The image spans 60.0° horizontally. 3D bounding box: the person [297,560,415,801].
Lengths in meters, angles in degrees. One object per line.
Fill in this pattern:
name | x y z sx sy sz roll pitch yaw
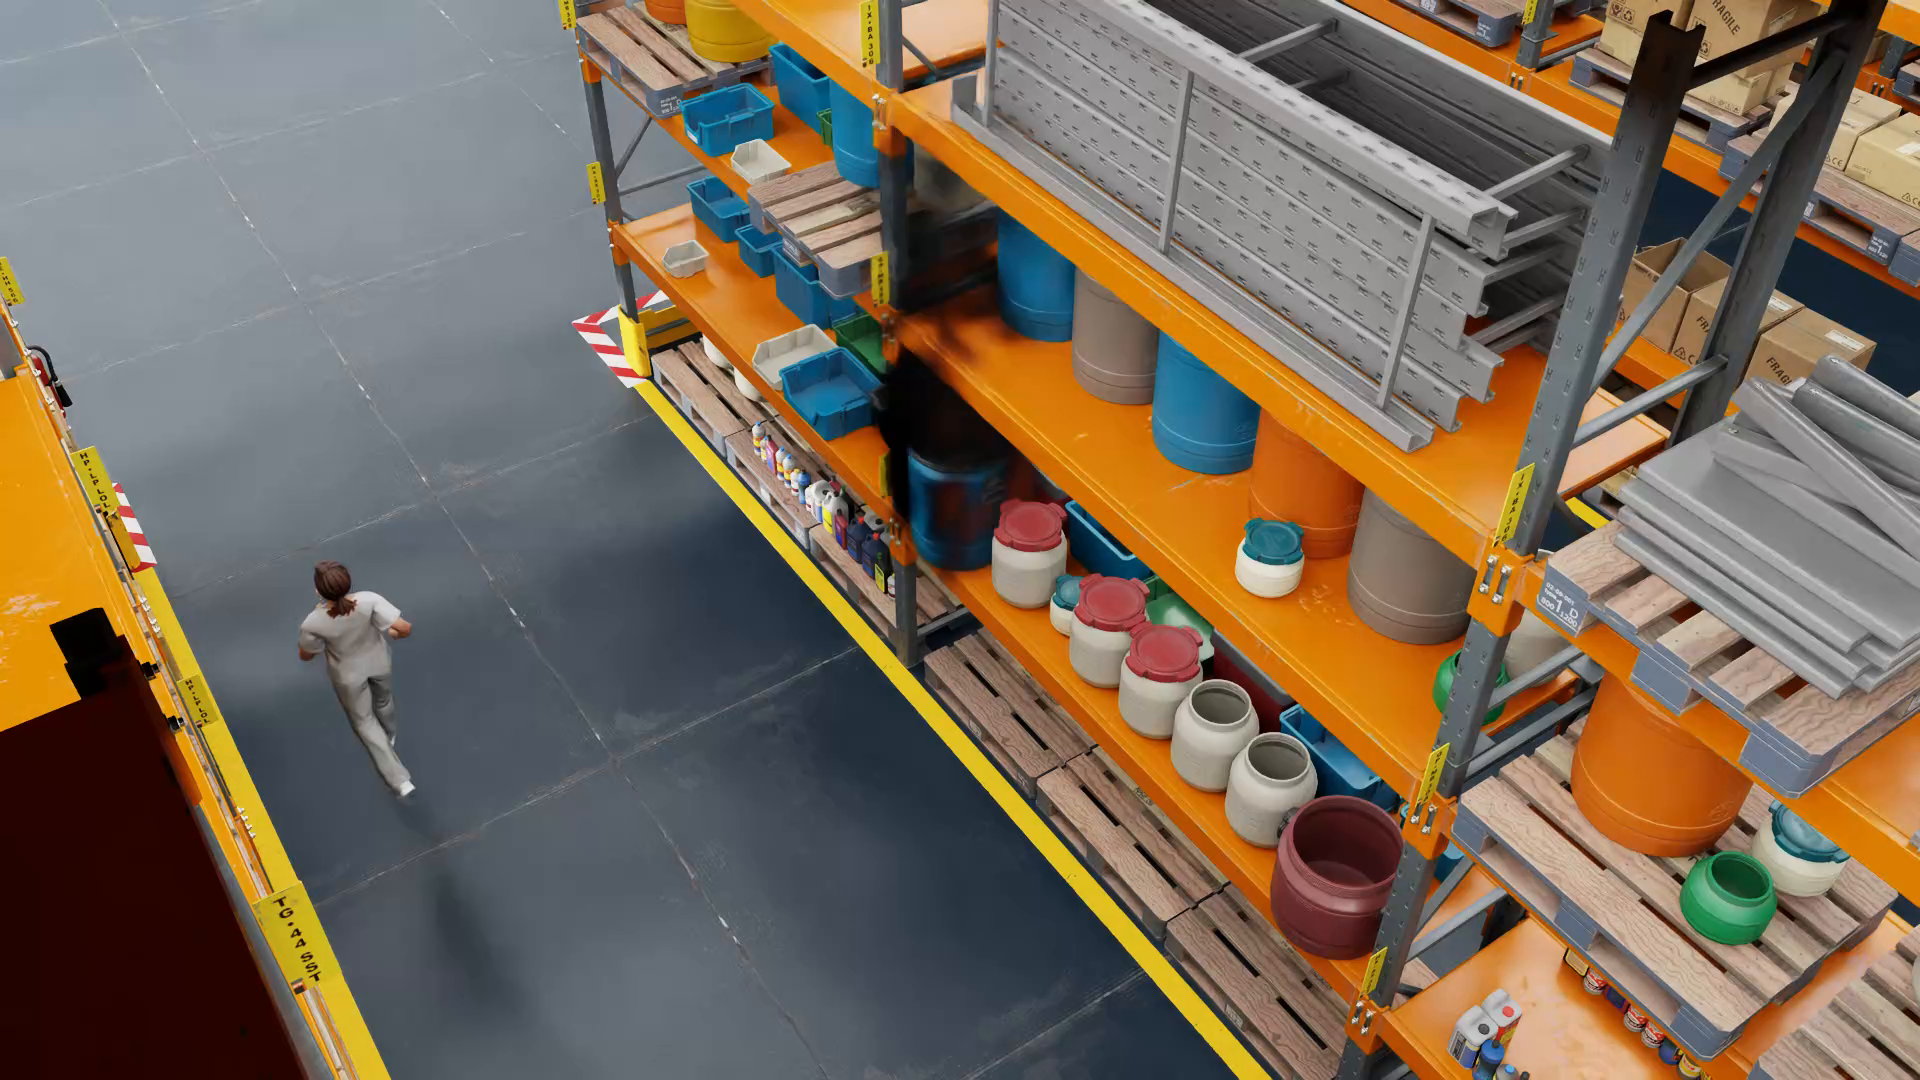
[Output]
person | -3.348 0.722 9.317 0.575 1.675 0.861 -27 49 -26
